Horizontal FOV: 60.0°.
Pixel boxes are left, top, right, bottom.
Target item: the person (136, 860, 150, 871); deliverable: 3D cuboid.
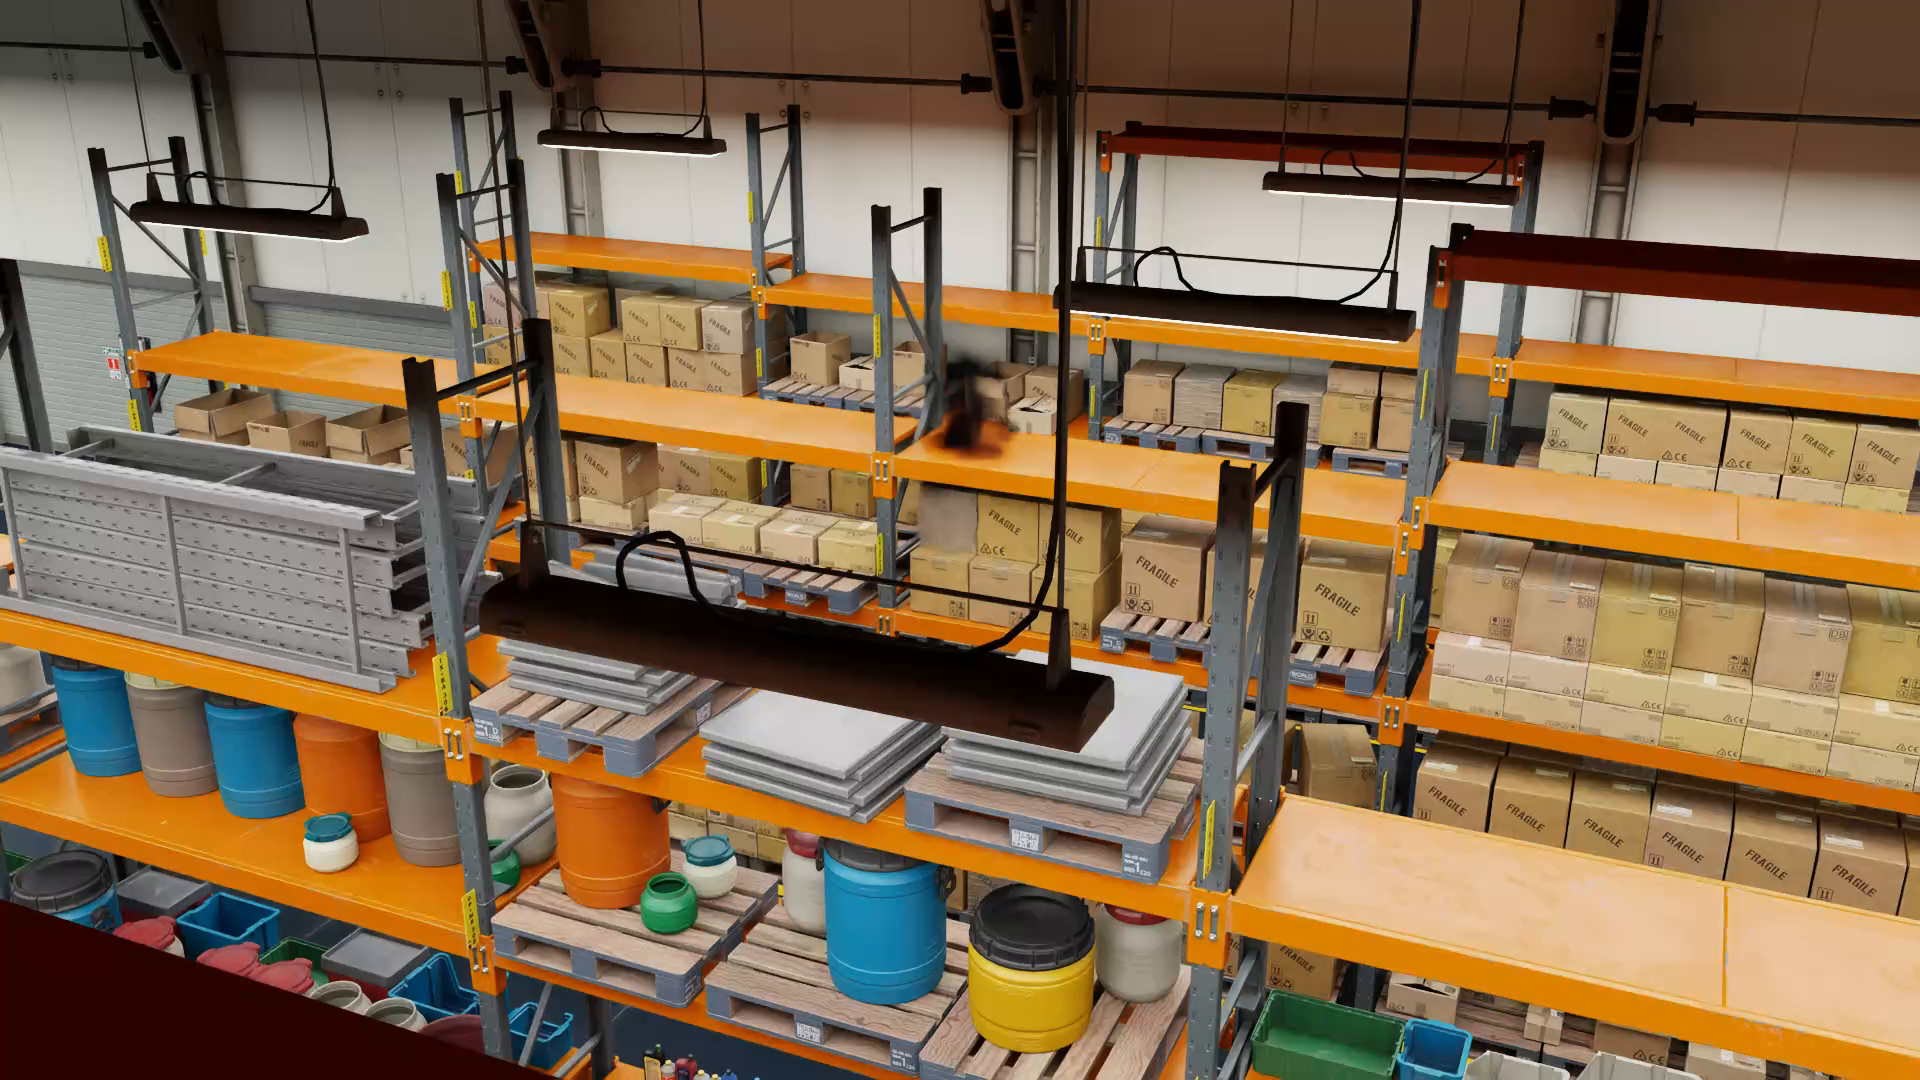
[{"bbox_3d":[-6.717,2.474,13.953,0.546,1.508,0.574,6,21,16],"label":"person"}]
